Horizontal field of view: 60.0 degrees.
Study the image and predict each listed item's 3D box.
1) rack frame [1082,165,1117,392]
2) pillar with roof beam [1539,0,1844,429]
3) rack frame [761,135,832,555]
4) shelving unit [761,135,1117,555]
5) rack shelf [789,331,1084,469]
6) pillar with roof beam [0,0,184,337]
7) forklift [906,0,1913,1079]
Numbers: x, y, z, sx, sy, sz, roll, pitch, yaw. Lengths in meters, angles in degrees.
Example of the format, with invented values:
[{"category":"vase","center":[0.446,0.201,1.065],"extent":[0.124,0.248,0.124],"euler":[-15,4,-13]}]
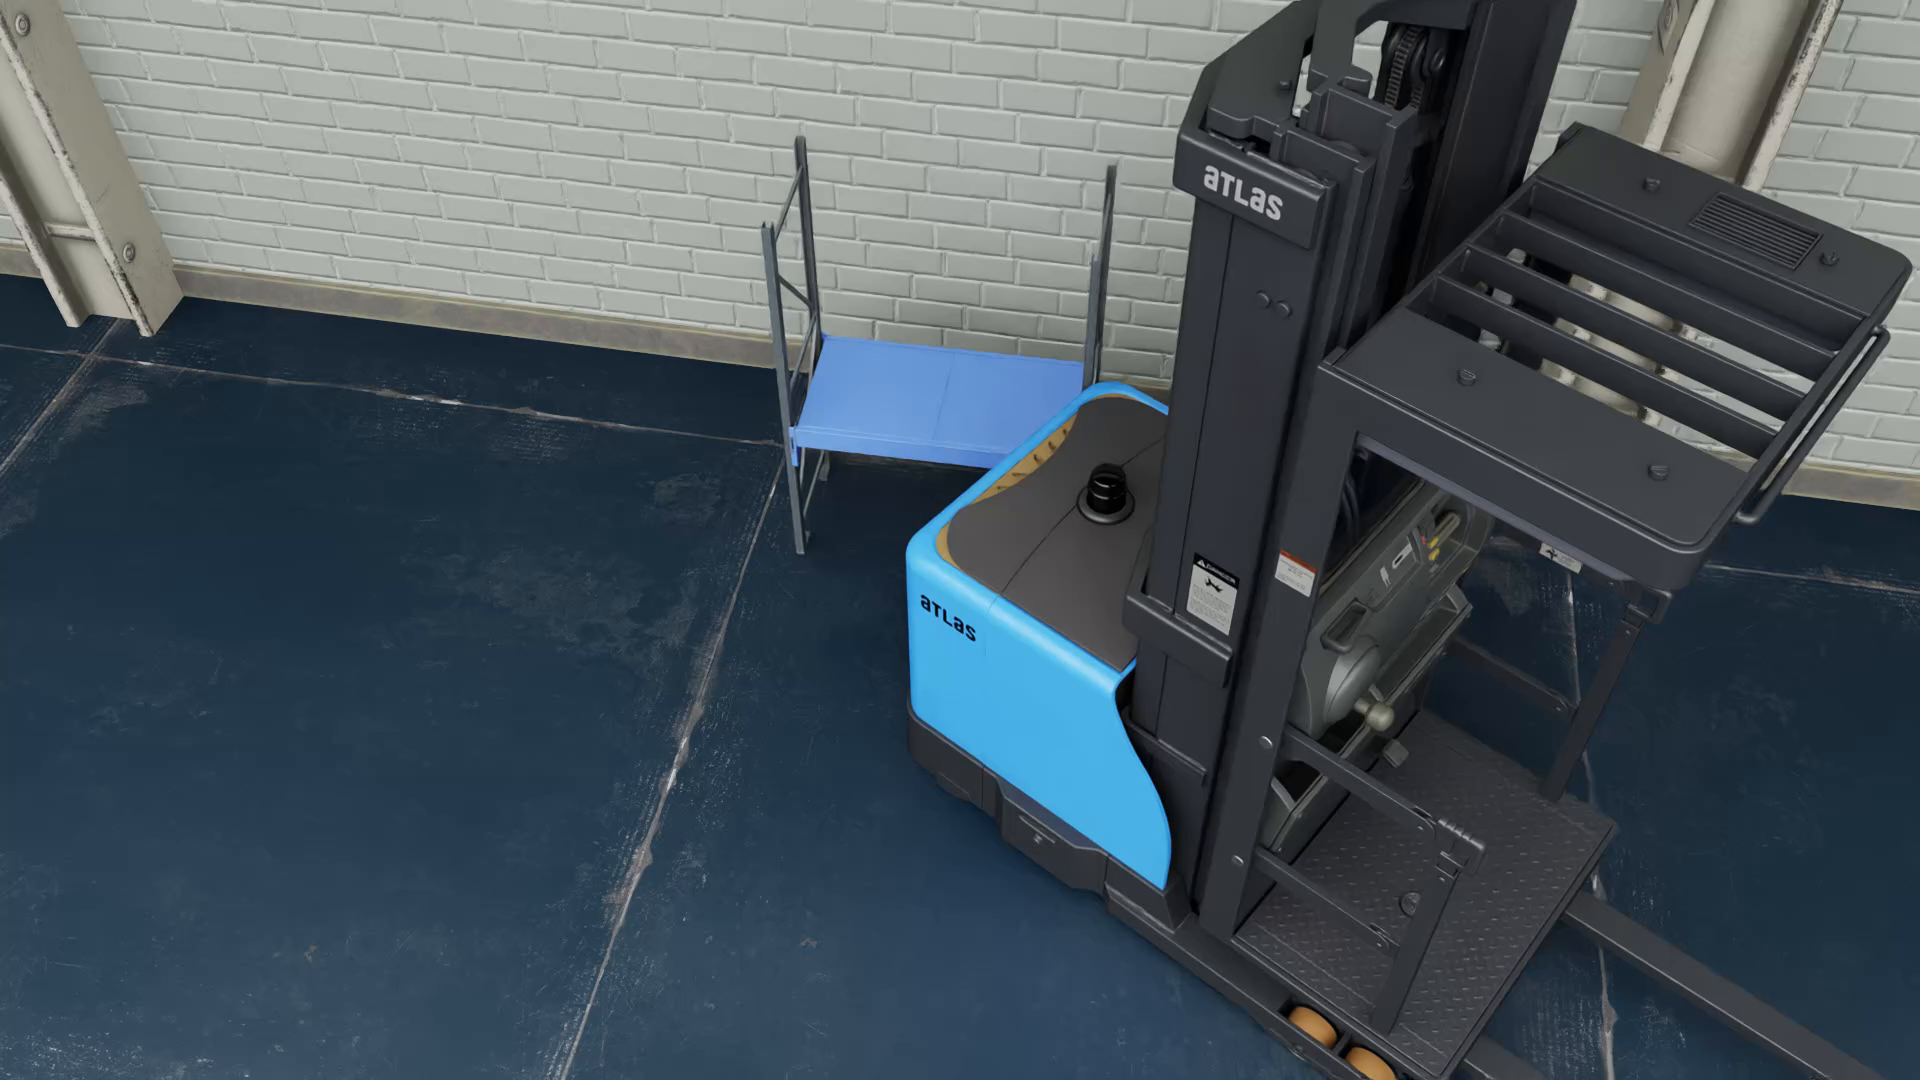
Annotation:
[{"category":"rack frame","center":[0.448,-0.513,5.703],"extent":[0.032,1.500,0.500],"euler":[7,48,6]},{"category":"pillar with roof beam","center":[1.561,-0.060,0.254],"extent":[0.400,9.000,9.100],"euler":[8,49,7]},{"category":"rack frame","center":[-0.556,-0.632,5.810],"extent":[0.032,1.500,0.500],"euler":[7,48,6]},{"category":"shelving unit","center":[-0.054,-0.573,5.756],"extent":[1.048,1.500,0.538],"euler":[7,48,6]},{"category":"rack shelf","center":[-0.054,-0.452,5.890],"extent":[1.000,0.185,0.538],"euler":[7,48,6]},{"category":"pillar with roof beam","center":[-4.343,-0.854,0.967],"extent":[0.400,9.000,9.100],"euler":[8,49,7]},{"category":"forklift","center":[1.274,0.192,4.107],"extent":[3.031,2.935,1.130],"euler":[32,56,26]}]
